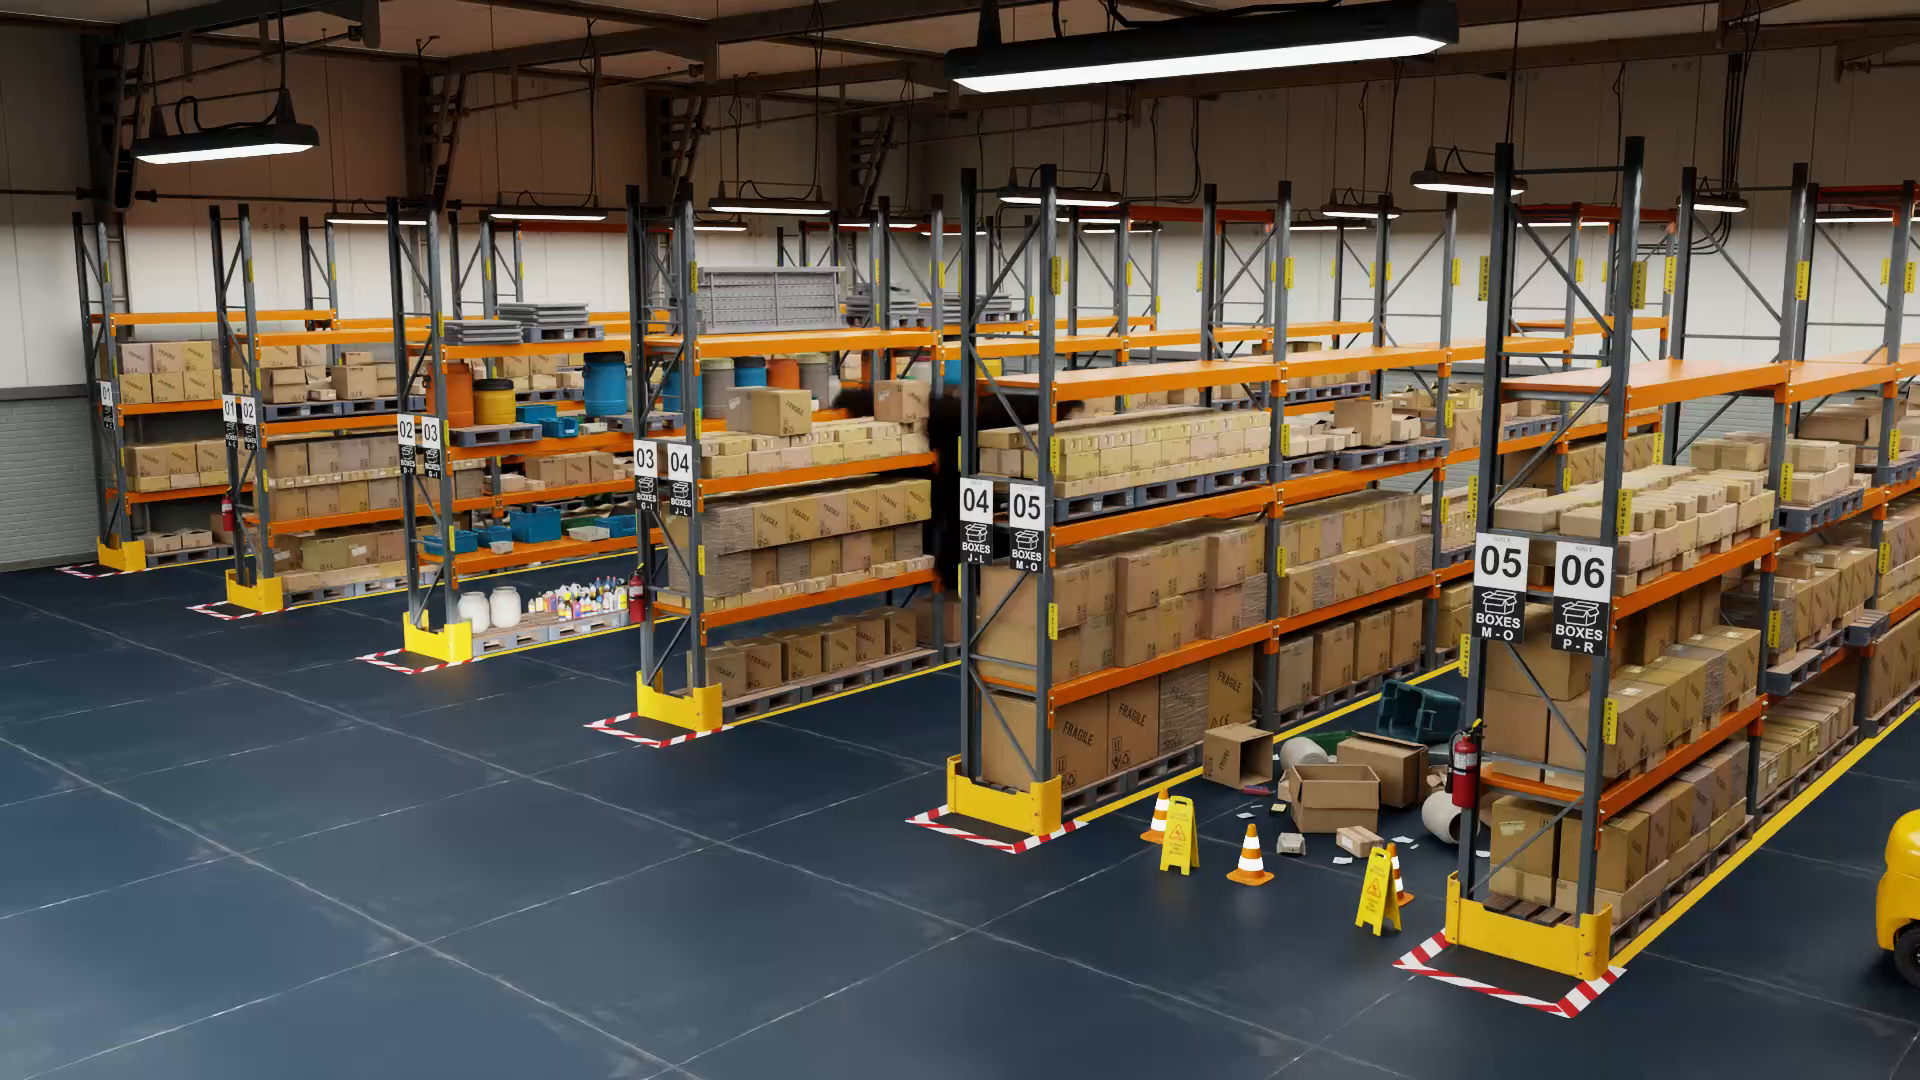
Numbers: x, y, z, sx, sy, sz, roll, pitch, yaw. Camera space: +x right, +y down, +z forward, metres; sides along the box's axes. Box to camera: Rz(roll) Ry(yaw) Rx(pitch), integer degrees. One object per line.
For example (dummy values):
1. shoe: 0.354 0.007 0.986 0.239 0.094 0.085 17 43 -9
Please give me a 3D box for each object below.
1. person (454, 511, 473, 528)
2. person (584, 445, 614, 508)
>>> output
1. person: -9.227 -0.732 30.529 0.673 1.834 0.617 1 9 3
2. person: -7.082 -1.071 32.639 0.779 1.808 0.877 8 12 40
